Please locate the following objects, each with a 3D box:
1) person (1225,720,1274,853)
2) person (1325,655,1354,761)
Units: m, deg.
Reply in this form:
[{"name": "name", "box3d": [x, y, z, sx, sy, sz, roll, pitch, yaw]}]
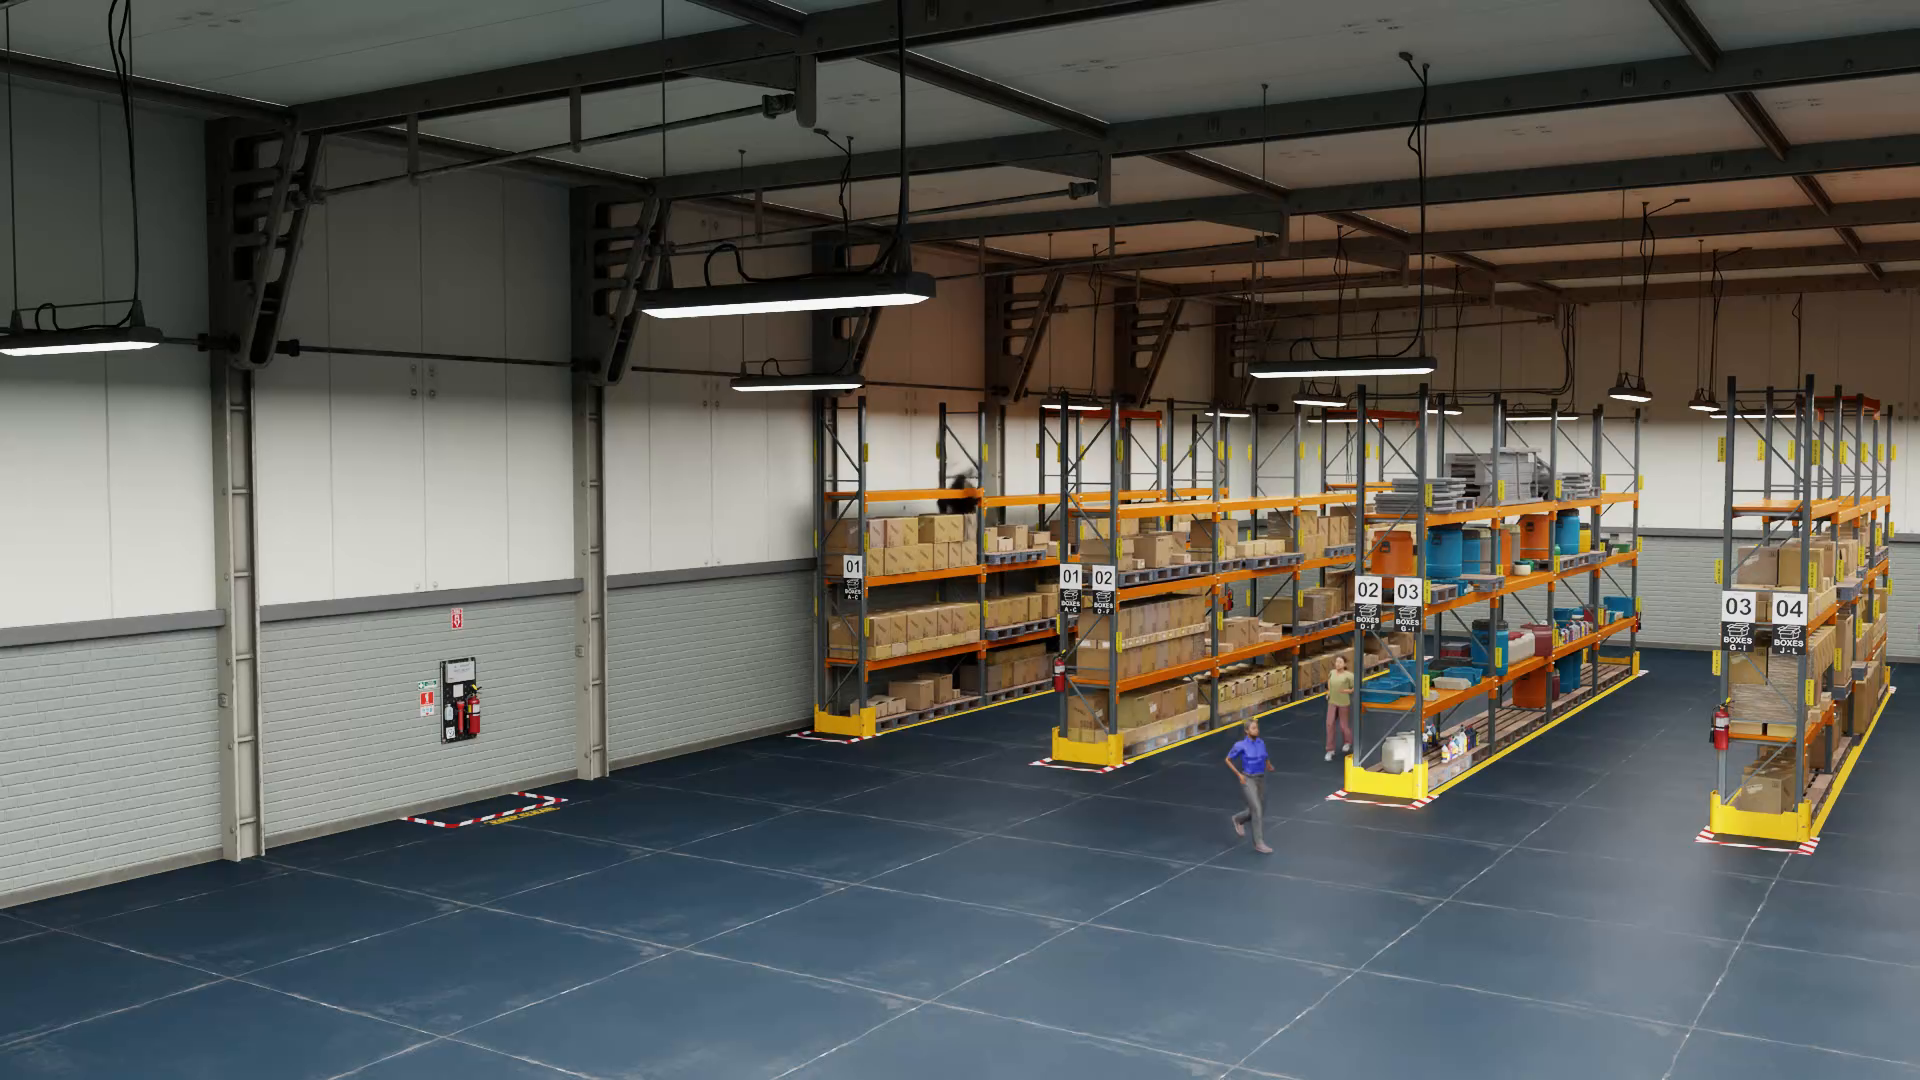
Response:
[{"name": "person", "box3d": [3.672, 3.079, 21.024, 0.588, 1.624, 0.844, -2, 4, -32]}, {"name": "person", "box3d": [6.235, 2.722, 27.256, 0.572, 1.695, 0.934, 2, 4, 32]}]
